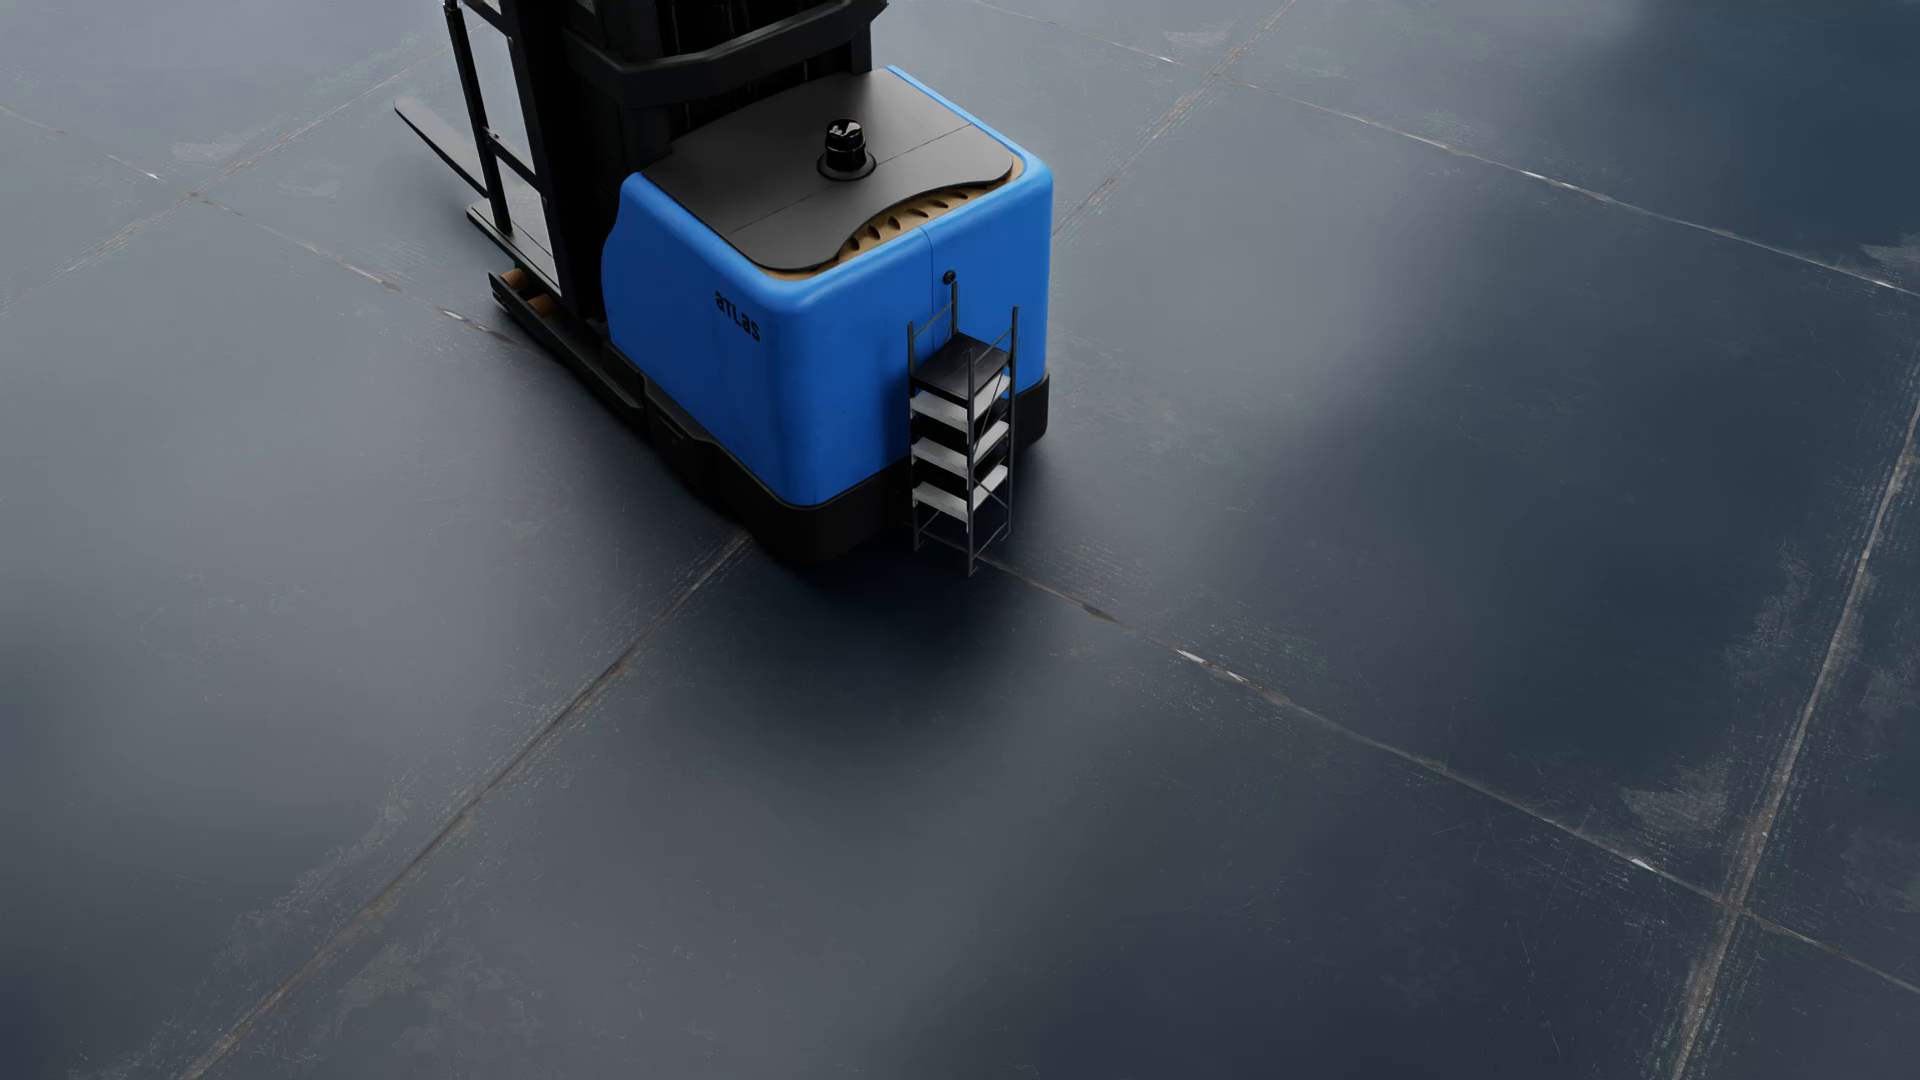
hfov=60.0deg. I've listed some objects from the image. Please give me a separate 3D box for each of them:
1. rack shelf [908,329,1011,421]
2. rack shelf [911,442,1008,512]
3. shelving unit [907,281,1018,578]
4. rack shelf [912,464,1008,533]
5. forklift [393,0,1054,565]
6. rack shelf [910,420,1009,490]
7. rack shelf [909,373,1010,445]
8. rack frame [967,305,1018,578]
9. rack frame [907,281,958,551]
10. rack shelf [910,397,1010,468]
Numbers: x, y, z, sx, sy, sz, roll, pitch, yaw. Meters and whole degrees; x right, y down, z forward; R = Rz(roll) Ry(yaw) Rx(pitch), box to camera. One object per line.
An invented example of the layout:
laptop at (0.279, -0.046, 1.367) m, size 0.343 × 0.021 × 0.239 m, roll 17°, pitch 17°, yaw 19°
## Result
rack shelf at (0.008, -0.474, 4.757) m, size 0.200 × 0.077 × 0.258 m, roll 26°, pitch 51°, yaw 23°
rack shelf at (0.008, -0.223, 5.015) m, size 0.200 × 0.077 × 0.258 m, roll 26°, pitch 51°, yaw 23°
shelving unit at (0.008, -0.309, 4.926) m, size 0.210 × 0.900 × 0.258 m, roll 26°, pitch 51°, yaw 23°
rack shelf at (0.008, -0.160, 5.079) m, size 0.200 × 0.077 × 0.258 m, roll 26°, pitch 51°, yaw 23°
forklift at (-1.040, -1.938, 5.092) m, size 1.130 × 2.935 × 3.031 m, roll -31°, pitch 53°, yaw -27°
rack shelf at (0.008, -0.286, 4.950) m, size 0.200 × 0.077 × 0.258 m, roll 26°, pitch 51°, yaw 23°
rack shelf at (0.008, -0.412, 4.821) m, size 0.200 × 0.077 × 0.258 m, roll 26°, pitch 51°, yaw 23°
rack frame at (0.093, -0.269, 4.887) m, size 0.006 × 0.900 × 0.240 m, roll 26°, pitch 51°, yaw 23°
rack frame at (-0.076, -0.350, 4.966) m, size 0.006 × 0.900 × 0.240 m, roll 26°, pitch 51°, yaw 23°
rack shelf at (0.008, -0.349, 4.886) m, size 0.200 × 0.077 × 0.258 m, roll 26°, pitch 51°, yaw 23°
